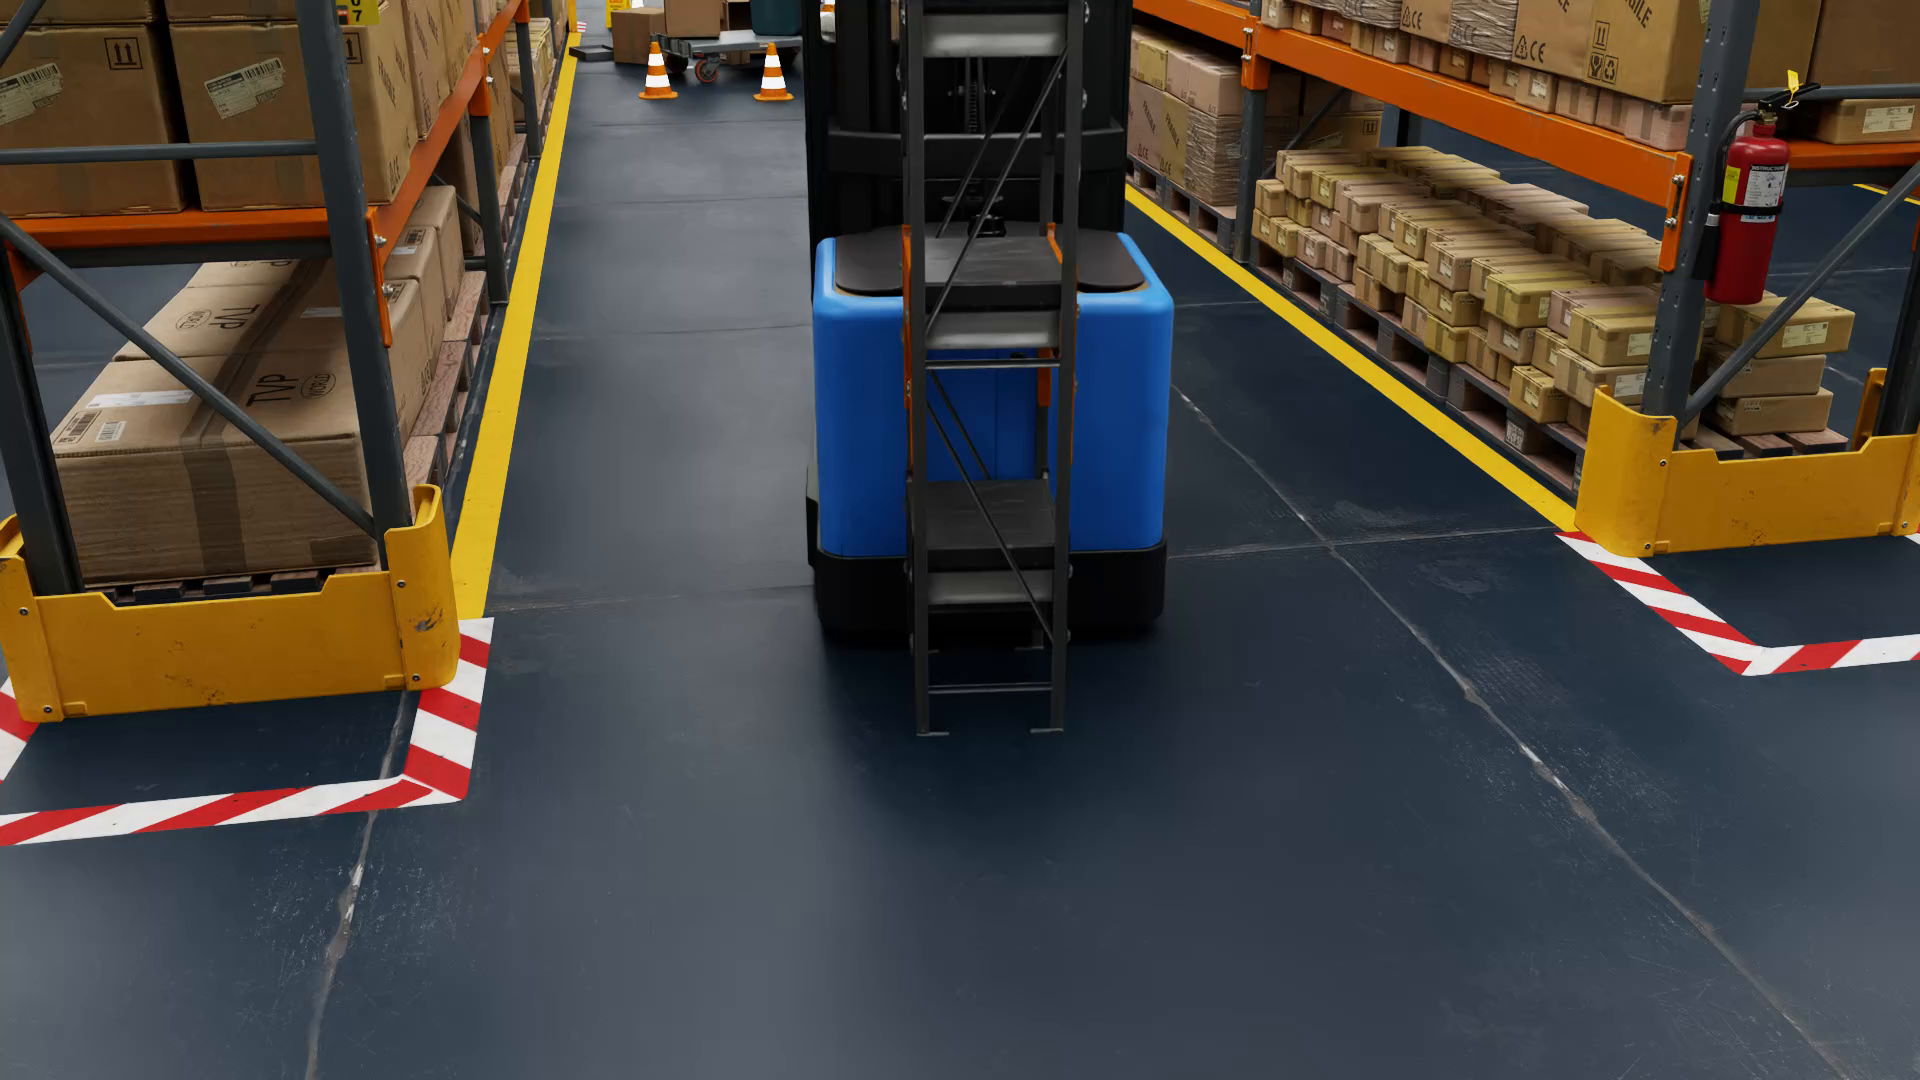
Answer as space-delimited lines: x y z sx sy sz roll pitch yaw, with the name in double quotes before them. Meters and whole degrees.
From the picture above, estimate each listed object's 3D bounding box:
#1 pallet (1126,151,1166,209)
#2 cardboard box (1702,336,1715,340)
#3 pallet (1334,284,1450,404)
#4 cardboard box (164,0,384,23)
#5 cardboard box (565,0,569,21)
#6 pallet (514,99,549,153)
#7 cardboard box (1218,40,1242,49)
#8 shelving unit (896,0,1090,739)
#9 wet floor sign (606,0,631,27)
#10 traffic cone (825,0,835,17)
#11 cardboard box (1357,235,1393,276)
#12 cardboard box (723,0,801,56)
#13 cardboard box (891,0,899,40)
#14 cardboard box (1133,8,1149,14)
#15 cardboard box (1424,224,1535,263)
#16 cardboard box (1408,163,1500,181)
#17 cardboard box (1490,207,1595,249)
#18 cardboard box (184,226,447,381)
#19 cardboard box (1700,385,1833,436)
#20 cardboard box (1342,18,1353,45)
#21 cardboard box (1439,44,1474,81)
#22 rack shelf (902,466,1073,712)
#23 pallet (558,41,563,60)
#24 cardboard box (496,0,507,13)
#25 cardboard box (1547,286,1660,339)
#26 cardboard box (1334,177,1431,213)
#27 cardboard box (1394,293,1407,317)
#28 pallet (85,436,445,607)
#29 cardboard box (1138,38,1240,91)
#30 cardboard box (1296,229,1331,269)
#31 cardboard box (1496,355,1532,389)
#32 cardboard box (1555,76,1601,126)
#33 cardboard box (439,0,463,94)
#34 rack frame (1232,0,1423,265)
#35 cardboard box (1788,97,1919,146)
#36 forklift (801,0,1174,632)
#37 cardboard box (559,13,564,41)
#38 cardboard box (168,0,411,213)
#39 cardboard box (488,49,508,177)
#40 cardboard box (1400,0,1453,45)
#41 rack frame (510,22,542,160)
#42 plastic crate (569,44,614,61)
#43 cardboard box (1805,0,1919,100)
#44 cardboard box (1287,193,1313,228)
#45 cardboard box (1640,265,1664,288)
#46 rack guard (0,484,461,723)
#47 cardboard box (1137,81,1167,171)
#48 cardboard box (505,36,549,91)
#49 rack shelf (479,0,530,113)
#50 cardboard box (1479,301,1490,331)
"pallet" 1.662 -2.473 11.149 1.003 0.211 1.213 -4 24 -10
"cardboard box" 2.937 -0.750 6.385 0.380 0.149 0.250 -4 24 -10
"pallet" 2.425 -0.944 7.647 1.003 0.211 1.213 -4 24 -10
"cardboard box" -1.878 -1.698 4.517 0.500 0.500 0.500 -5 24 -11
"cardboard box" -4.610 -5.903 18.429 0.500 0.250 0.500 -4 24 -10
"pallet" -3.692 -3.161 12.724 1.003 0.211 1.213 -4 24 -10
"cardboard box" 1.969 -3.075 10.704 0.500 0.250 0.500 -3 24 -8
"shelving unit" 0.065 -0.528 4.335 0.431 2.100 0.503 -2 24 -3
"wet floor sign" -4.012 -6.353 19.490 0.267 0.644 0.232 4 24 9
"traffic cone" -1.479 -6.208 19.385 0.336 0.463 0.334 -4 24 -10
"cardboard box" 2.064 -1.314 7.676 0.380 0.149 0.250 -4 24 -10
"cardboard box" -2.034 -5.325 17.145 0.797 0.637 0.503 -4 24 -10
"cardboard box" -0.738 -5.501 17.718 0.500 0.500 0.500 0 24 -1
"cardboard box" 1.273 -3.945 13.321 1.050 0.750 0.750 -5 24 -10
"cardboard box" 2.237 -1.254 7.168 0.380 0.149 0.250 -5 24 -12
"cardboard box" 2.498 -1.807 8.434 0.380 0.149 0.250 -5 24 -10
"cardboard box" 2.610 -1.389 7.475 0.380 0.149 0.250 -4 24 -10
"cardboard box" -2.632 -0.969 6.898 0.875 0.438 0.875 -5 24 -11
"cardboard box" 2.994 -0.506 6.199 0.380 0.149 0.250 -4 24 -9
"cardboard box" 2.034 -2.409 7.832 0.380 0.149 0.250 -5 24 -12
"cardboard box" 2.222 -1.999 6.894 0.380 0.149 0.250 -4 24 -9
"rack shelf" 0.065 0.126 4.620 0.431 0.518 0.480 -2 24 -3
"pallet" -4.676 -5.169 17.322 1.003 0.211 1.213 -4 24 -10
"cardboard box" -2.807 -3.088 9.260 0.500 0.250 0.500 -4 24 -10
"cardboard box" 2.440 -0.842 6.224 0.380 0.149 0.250 -4 24 -9
"cardboard box" 2.055 -1.662 8.102 0.380 0.149 0.250 -5 24 -11
"cardboard box" 2.192 -1.078 7.508 0.380 0.149 0.250 -4 24 -8
"pallet" -2.294 -0.015 5.522 1.003 0.211 1.213 -4 24 -10
"cardboard box" 1.457 -3.039 10.622 0.500 0.250 0.500 -5 24 -12
"cardboard box" 1.935 -1.484 8.438 0.380 0.149 0.250 -4 24 -10
"cardboard box" 2.363 -0.672 6.579 0.380 0.149 0.250 -4 24 -10
"cardboard box" 2.368 -1.581 5.936 0.380 0.149 0.250 -5 24 -10
"cardboard box" -2.264 -2.042 6.552 0.500 0.500 0.500 -5 24 -11
"rack frame" 2.037 -2.964 8.789 1.000 3.000 0.127 -4 24 -10
"cardboard box" 3.039 -1.427 5.584 0.380 0.149 0.250 -4 24 -10
"forklift" 0.005 -1.618 5.794 1.130 2.935 3.031 -2 24 -3
"cardboard box" -4.242 -5.098 16.586 0.500 0.250 0.500 -3 24 -7
"cardboard box" -1.876 -1.240 4.718 0.500 0.500 0.500 -4 24 -10
"cardboard box" -3.342 -2.721 10.362 0.875 0.875 0.875 -4 24 -9
"cardboard box" 2.165 -2.329 6.839 0.500 0.500 0.500 -3 24 -7
"rack frame" -3.549 -4.131 11.461 1.000 3.000 0.127 -4 24 -10
"plastic crate" -3.773 -5.045 17.201 0.402 0.080 0.583 -13 27 -28
"cardboard box" 2.965 -1.770 5.558 0.500 0.500 0.500 -3 24 -7
"cardboard box" 1.924 -1.727 8.622 0.380 0.149 0.250 -4 24 -9
"cardboard box" 2.924 -0.989 6.560 0.380 0.149 0.250 -4 24 -10
"rack guard" -2.065 0.170 4.735 1.175 0.500 0.348 -4 24 -10
"cardboard box" 1.467 -2.687 10.754 0.500 0.500 0.500 -5 24 -11
"cardboard box" -3.922 -3.931 13.761 0.950 0.372 0.625 -4 24 -8
"rack shelf" -3.179 -3.015 9.804 1.077 0.370 4.000 -4 24 -10
"cardboard box" 2.352 -0.917 6.768 0.380 0.149 0.250 -5 24 -10
